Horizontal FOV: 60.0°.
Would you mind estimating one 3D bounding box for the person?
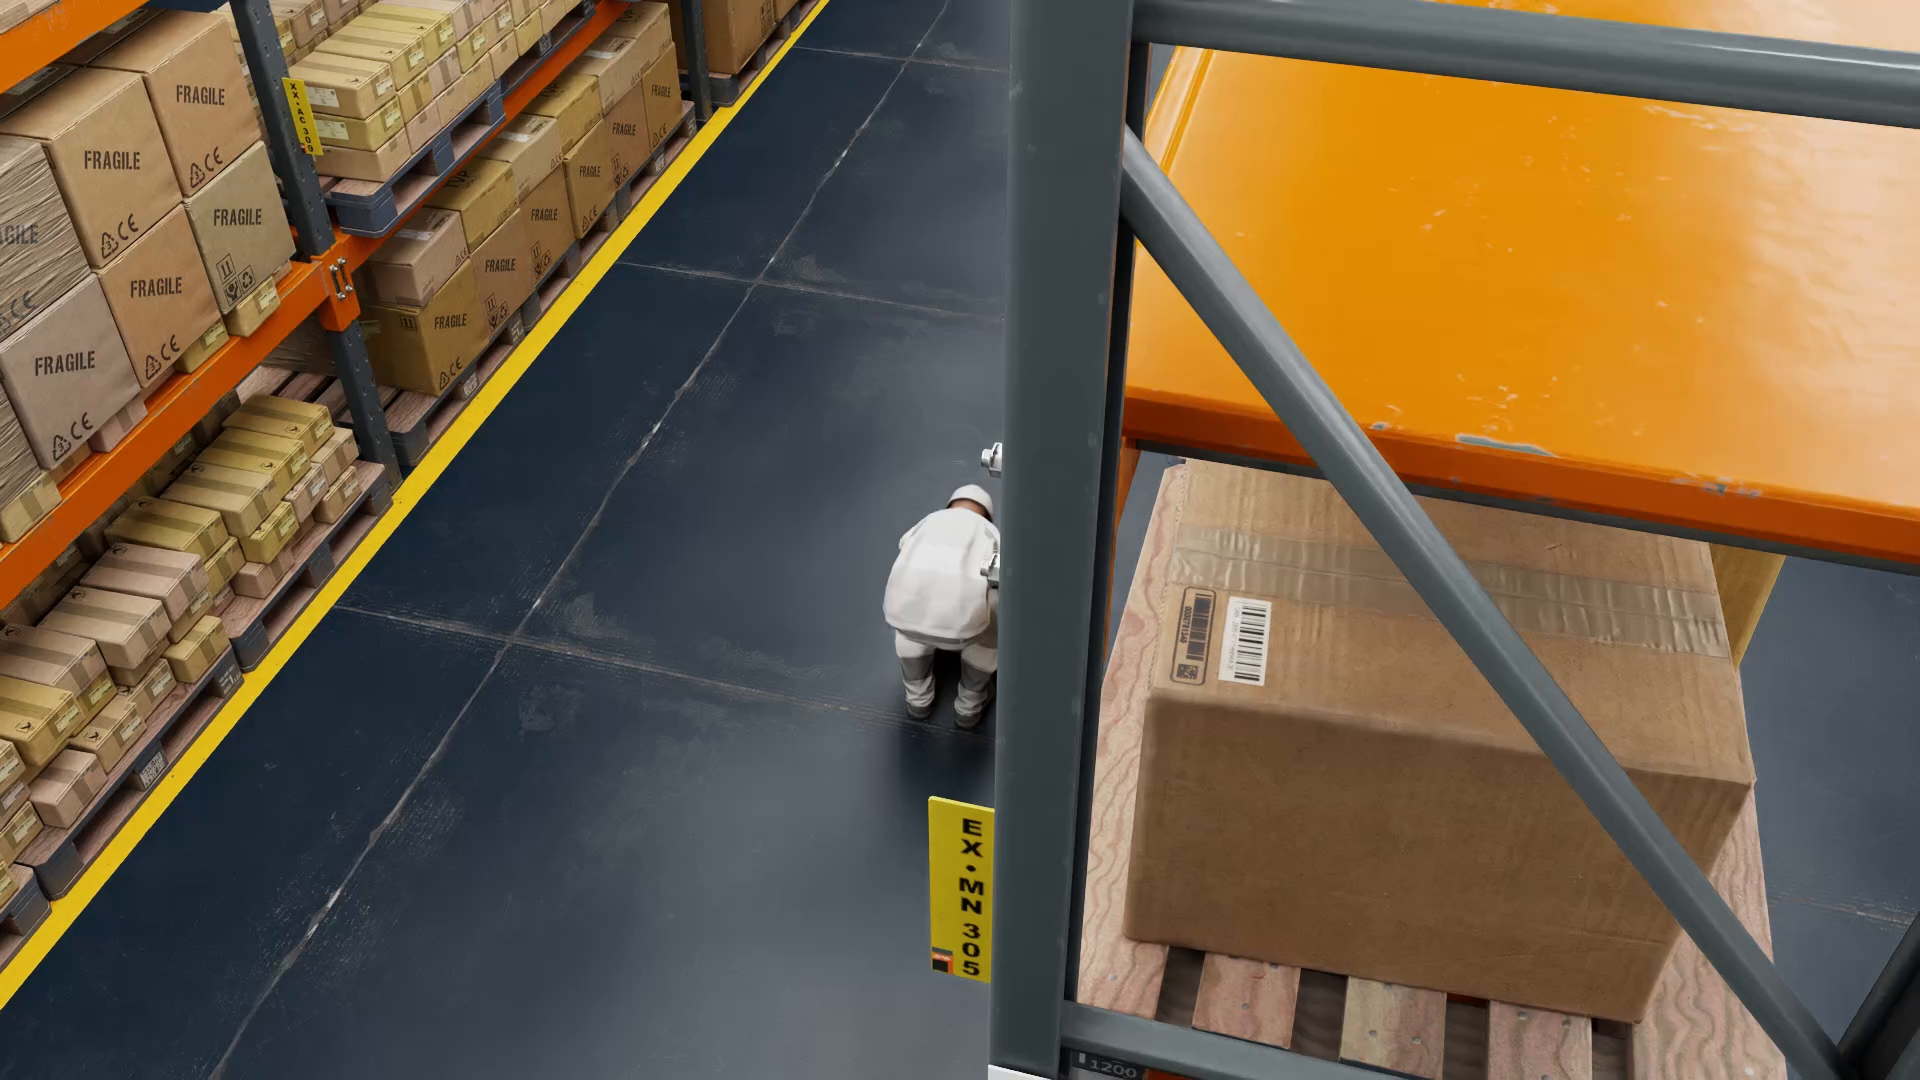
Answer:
[{"bbox_3d":[-0.027,0.252,6.689,0.521,0.925,0.954,8,41,9],"label":"person"}]
